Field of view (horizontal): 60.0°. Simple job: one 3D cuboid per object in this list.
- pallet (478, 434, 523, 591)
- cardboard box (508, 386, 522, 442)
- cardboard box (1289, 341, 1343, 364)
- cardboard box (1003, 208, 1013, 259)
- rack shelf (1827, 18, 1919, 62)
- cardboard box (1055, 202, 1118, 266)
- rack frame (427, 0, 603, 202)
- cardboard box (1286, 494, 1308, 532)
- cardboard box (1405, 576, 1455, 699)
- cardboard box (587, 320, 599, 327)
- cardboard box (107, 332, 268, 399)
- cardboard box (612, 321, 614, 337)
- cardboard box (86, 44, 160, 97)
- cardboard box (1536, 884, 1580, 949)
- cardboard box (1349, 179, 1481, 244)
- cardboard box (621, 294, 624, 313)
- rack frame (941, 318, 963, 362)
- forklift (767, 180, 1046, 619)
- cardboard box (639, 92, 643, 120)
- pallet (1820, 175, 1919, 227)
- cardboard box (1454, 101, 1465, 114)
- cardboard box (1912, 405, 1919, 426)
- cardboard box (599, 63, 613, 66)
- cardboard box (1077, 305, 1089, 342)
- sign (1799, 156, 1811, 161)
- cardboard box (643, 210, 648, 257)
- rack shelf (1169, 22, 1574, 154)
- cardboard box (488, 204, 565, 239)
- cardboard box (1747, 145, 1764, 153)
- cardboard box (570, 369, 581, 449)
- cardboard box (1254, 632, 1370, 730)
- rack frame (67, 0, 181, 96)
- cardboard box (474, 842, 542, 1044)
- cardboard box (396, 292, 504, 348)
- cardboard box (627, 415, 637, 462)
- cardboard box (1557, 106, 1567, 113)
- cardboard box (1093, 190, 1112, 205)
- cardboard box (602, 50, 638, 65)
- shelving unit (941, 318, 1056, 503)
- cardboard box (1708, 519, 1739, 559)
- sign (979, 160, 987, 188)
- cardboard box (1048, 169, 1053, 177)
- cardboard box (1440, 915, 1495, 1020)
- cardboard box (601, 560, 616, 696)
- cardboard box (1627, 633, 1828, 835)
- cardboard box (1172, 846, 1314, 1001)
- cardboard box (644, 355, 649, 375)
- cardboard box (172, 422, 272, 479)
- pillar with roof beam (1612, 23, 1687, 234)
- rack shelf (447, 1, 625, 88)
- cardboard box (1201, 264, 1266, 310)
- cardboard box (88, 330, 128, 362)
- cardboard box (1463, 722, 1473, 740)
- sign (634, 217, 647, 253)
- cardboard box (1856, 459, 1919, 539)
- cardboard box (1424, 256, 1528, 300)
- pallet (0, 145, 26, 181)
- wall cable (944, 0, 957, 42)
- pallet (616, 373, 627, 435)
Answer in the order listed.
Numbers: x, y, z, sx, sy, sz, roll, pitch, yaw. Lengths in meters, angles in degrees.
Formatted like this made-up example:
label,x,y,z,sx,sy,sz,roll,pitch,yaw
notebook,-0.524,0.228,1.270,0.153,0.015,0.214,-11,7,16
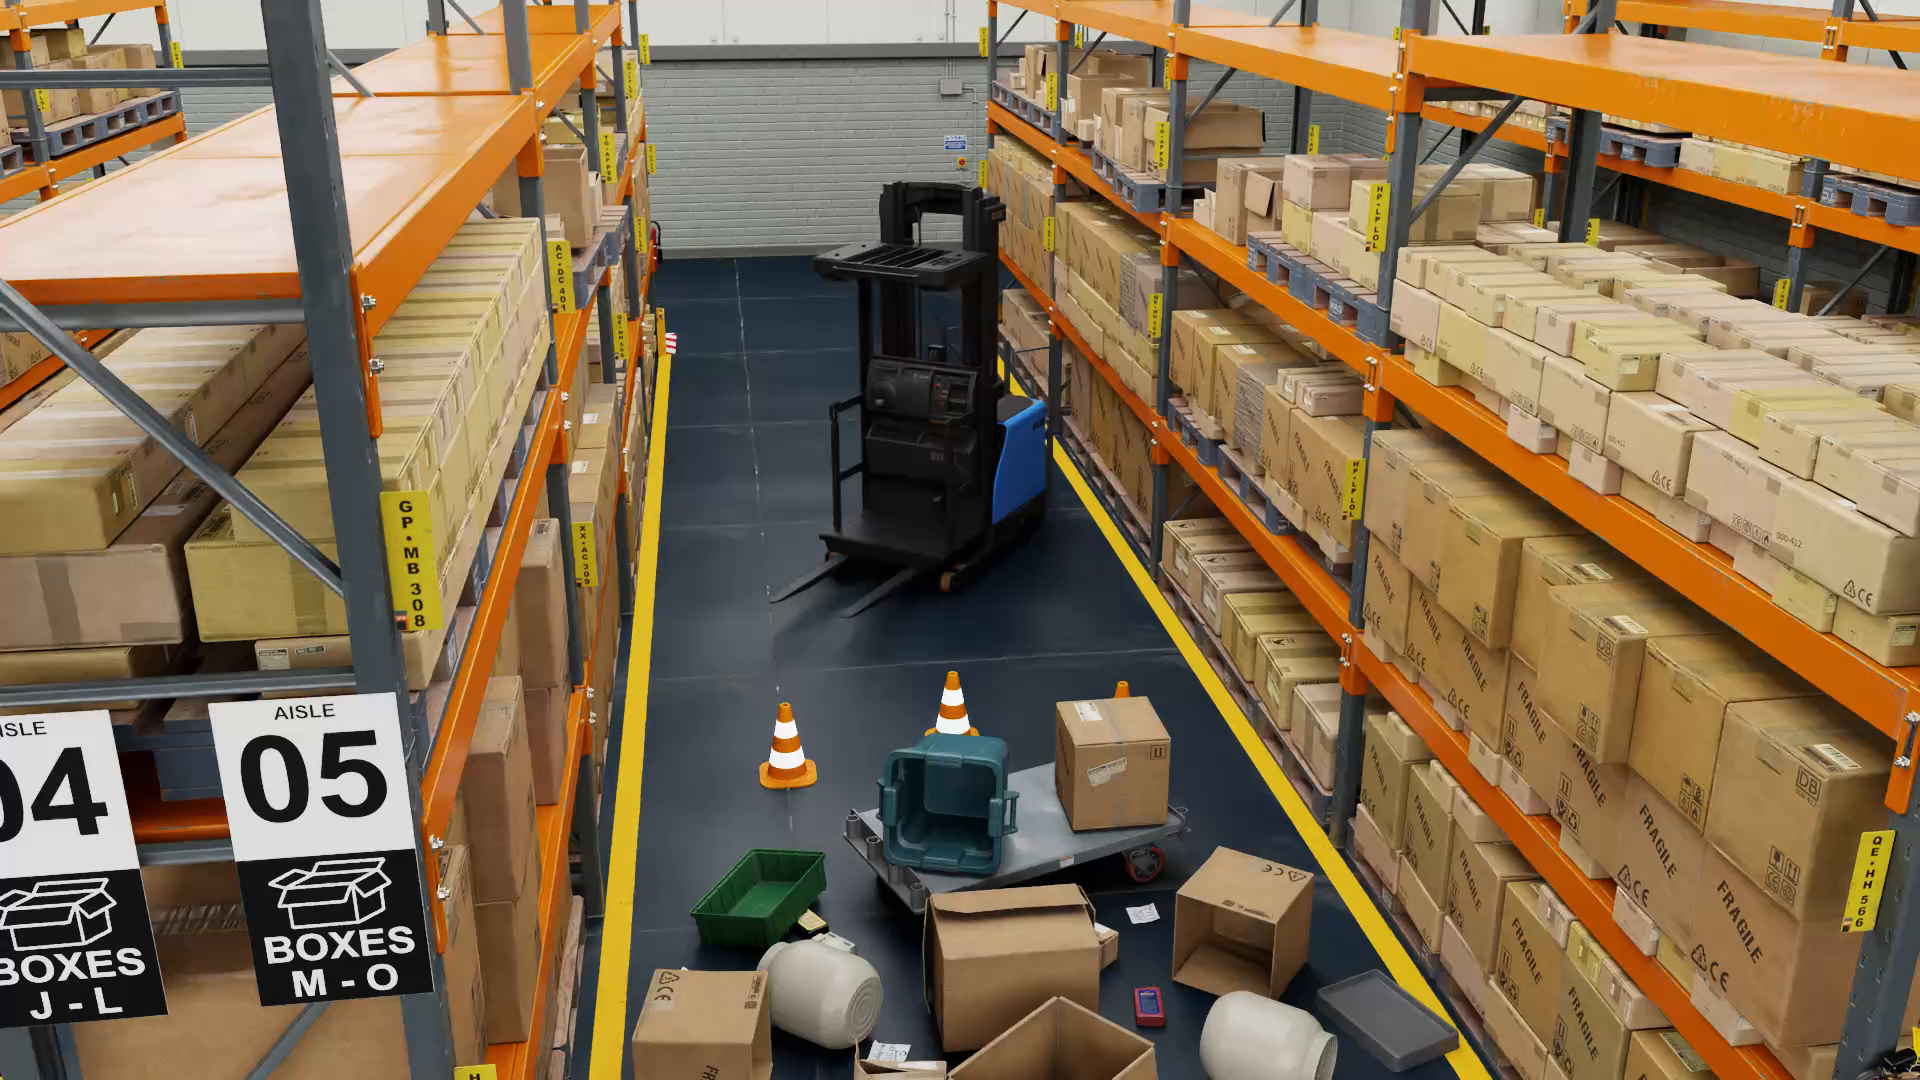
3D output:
label,x,y,z,sx,sy,sz,roll,pitch,yaw
pallet,-2.050,-0.118,5.585,1.003,0.211,1.213,-3,21,-8
cardboard box,-1.776,-0.440,5.935,0.380,0.149,0.250,-3,21,-8
cardboard box,2.477,-1.016,10.980,0.500,0.500,0.500,-4,21,-11
cardboard box,0.765,-3.414,18.428,0.500,0.500,0.500,-3,21,-8
rack shelf,7.177,-2.974,10.418,1.077,0.370,4.000,-3,21,-8
cardboard box,1.180,-2.863,15.521,0.500,0.500,0.500,-3,21,-7
rack frame,-2.907,-3.655,10.641,1.000,3.000,0.127,-3,21,-8
cardboard box,2.113,-0.167,9.636,0.380,0.149,0.250,-3,21,-9
cardboard box,2.437,0.409,7.767,0.500,0.500,0.500,-3,21,-8
cardboard box,-2.854,-1.550,12.488,0.380,0.149,0.250,-3,21,-8
cardboard box,-2.321,-0.519,5.008,0.380,0.149,0.250,-3,21,-9
cardboard box,-2.965,-1.686,13.277,0.380,0.149,0.250,-3,21,-8
cardboard box,-8.854,-4.917,17.422,0.700,0.500,0.500,-4,21,-11
cardboard box,2.568,1.510,6.716,0.380,0.149,0.250,-2,21,-5
cardboard box,2.344,-1.704,8.605,0.500,0.250,0.500,-2,21,-7
cardboard box,-3.192,-2.091,14.787,0.380,0.149,0.250,-3,21,-7
rack frame,0.052,-1.298,15.047,0.500,1.500,0.032,-12,24,-30
forklift,-0.395,-1.144,12.590,1.130,2.935,3.031,10,23,25
cardboard box,-3.652,-4.629,17.750,0.500,0.250,0.500,-3,21,-8
pallet,7.075,-2.467,12.017,1.213,0.211,1.003,-2,21,-5
cardboard box,5.676,-4.780,18.300,0.380,0.149,0.250,-3,21,-8
cardboard box,3.254,-0.330,5.244,0.380,0.149,0.250,-3,21,-8
cardboard box,-3.478,-4.646,16.511,0.380,0.149,0.250,-4,21,-9
cardboard box,1.337,-1.921,14.786,0.500,0.250,0.500,-3,21,-8
sign,6.351,-3.002,12.439,0.100,0.325,0.005,-3,21,-8
cardboard box,-3.527,-3.131,17.244,0.500,0.500,0.500,-2,21,-5
rack shelf,2.266,-2.723,9.745,1.077,0.370,4.000,-3,21,-8
cardboard box,-2.390,-1.704,9.153,0.396,0.266,0.258,-3,21,-8
cardboard box,6.569,-3.196,13.344,0.380,0.149,0.250,-2,21,-7
cardboard box,-2.701,-0.851,10.136,0.700,0.500,0.500,-3,21,-9
cardboard box,2.369,0.860,10.283,0.950,0.372,0.625,-2,21,-4
rack frame,-8.982,-6.210,17.481,1.000,3.000,0.127,-3,21,-8
cardboard box,-1.909,1.339,5.629,0.875,0.550,0.550,-3,21,-8
cardboard box,-1.742,-0.728,5.567,0.380,0.149,0.250,-3,21,-7
cardboard box,-2.898,-0.820,13.525,0.500,0.250,0.500,-3,21,-7
cardboard box,5.961,-4.173,15.932,0.380,0.149,0.250,-3,21,-7
cardboard box,1.572,-3.206,16.442,0.500,0.500,0.500,-3,21,-7
cardboard box,-3.721,-5.270,18.182,0.380,0.149,0.250,-3,21,-8
shelving unit,0.321,-1.147,14.643,0.538,1.500,1.048,-12,24,-30
cardboard box,2.759,-0.026,5.569,0.380,0.149,0.250,-3,21,-7
sign,0.274,-4.316,19.634,0.100,0.325,0.005,-3,21,-8
cardboard box,1.084,-3.607,16.589,0.380,0.149,0.250,-3,21,-8
cardboard box,2.539,1.933,7.584,0.500,0.250,0.500,-3,21,-8
cardboard box,-2.778,0.531,10.624,1.050,0.750,0.750,-3,21,-7
cardboard box,2.775,0.645,5.706,0.700,0.500,0.500,-3,21,-7
cardboard box,1.362,1.865,8.004,0.500,0.500,0.500,12,24,29
cardboard box,-3.441,-1.818,17.346,0.380,0.149,0.250,-3,21,-8
cardboard box,-2.172,-0.121,4.512,0.500,0.250,0.500,-3,21,-8
pillar with roof beam,2.843,-5.646,15.970,9.100,9.000,0.400,-3,21,-8
rack shelf,-3.195,-3.823,12.690,1.077,0.370,4.000,-3,21,-8
cardboard box,2.148,-1.828,12.750,0.500,0.500,0.500,-4,21,-10
cardboard box,-8.422,-1.448,15.743,0.875,0.875,0.875,-3,21,-8
cardboard box,2.509,0.852,7.507,0.380,0.149,0.250,-3,21,-8
sign,-2.934,-2.801,15.274,0.100,0.325,0.005,-3,21,-8
cardboard box,2.790,-0.123,4.690,0.380,0.149,0.250,-3,21,-7
cardboard box,2.343,-1.191,7.551,0.380,0.149,0.250,-2,21,-6
pallet,-8.225,-3.015,13.488,0.805,0.209,1.217,-4,21,-10
wall cable,-0.275,-8.665,24.054,0.463,3.000,0.029,-3,21,-8
pallet,-3.115,-0.996,12.370,1.213,0.211,1.003,-3,21,-8
